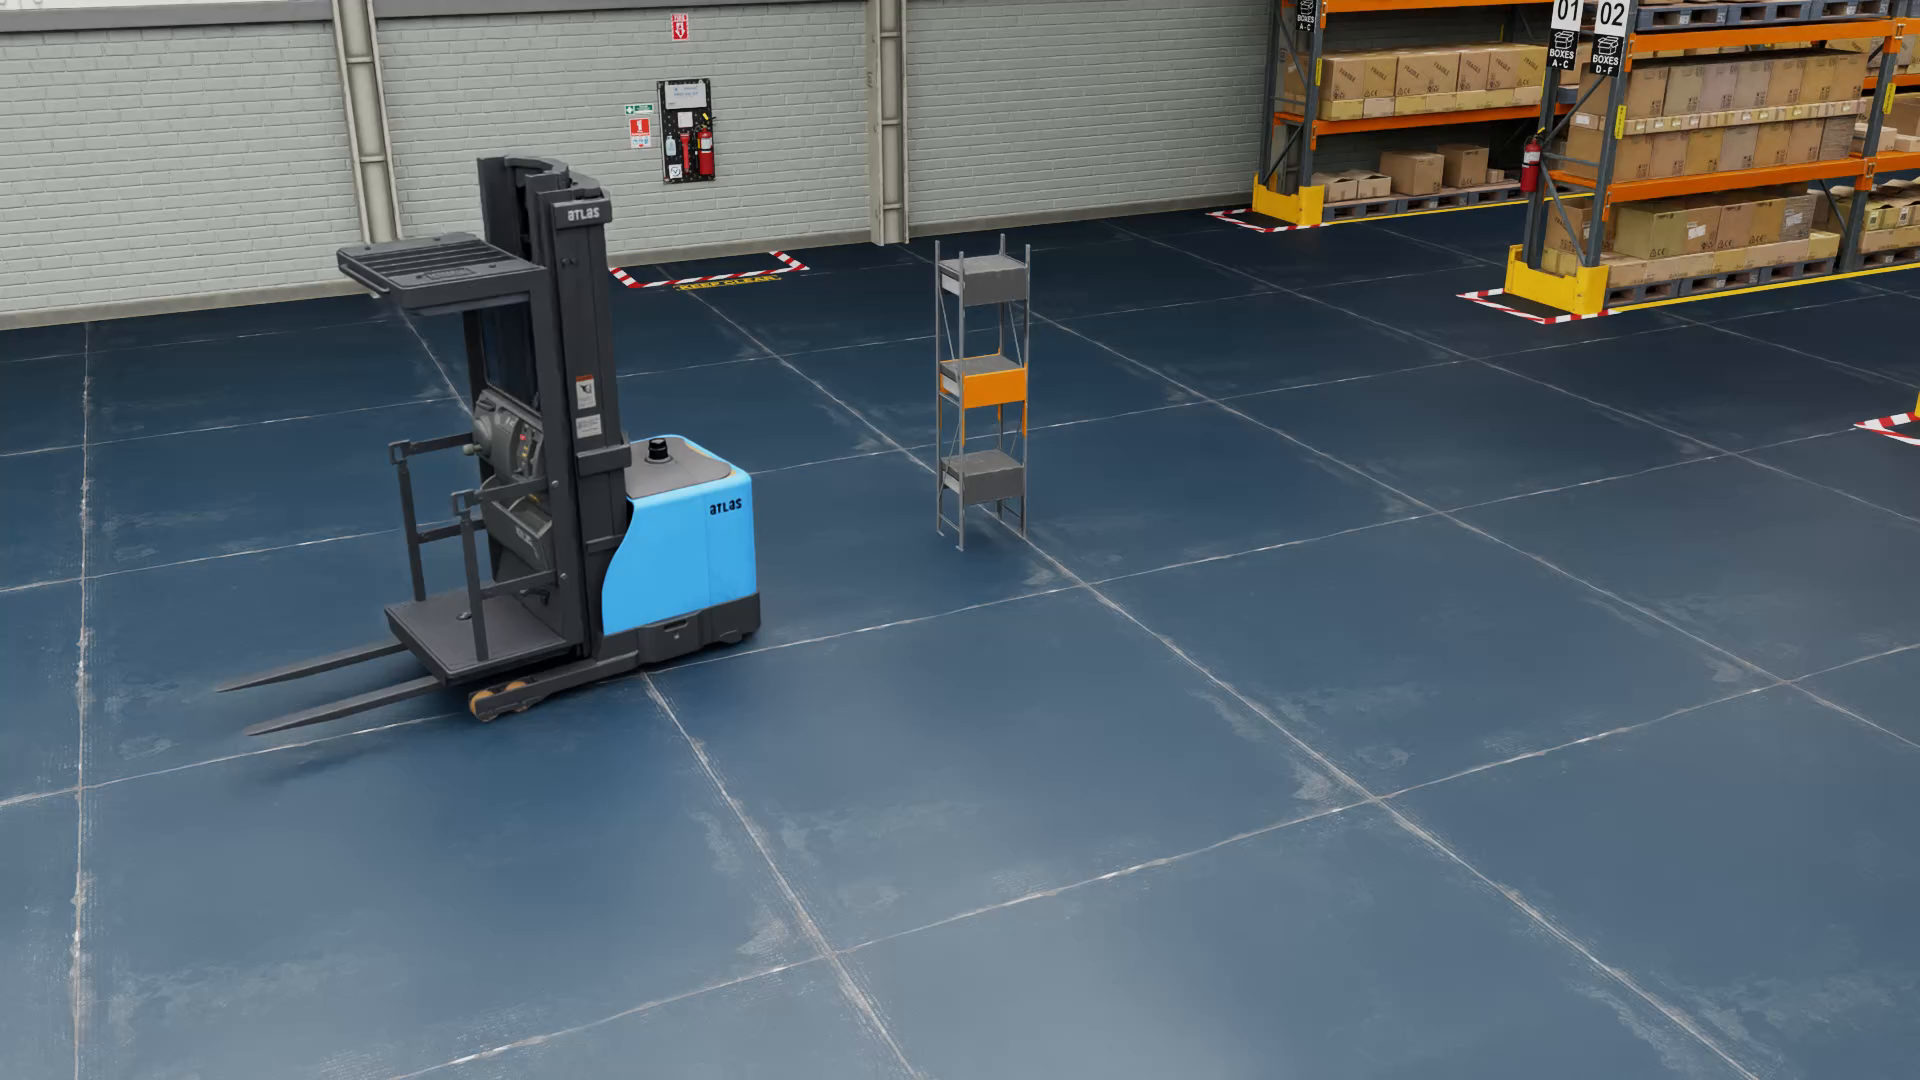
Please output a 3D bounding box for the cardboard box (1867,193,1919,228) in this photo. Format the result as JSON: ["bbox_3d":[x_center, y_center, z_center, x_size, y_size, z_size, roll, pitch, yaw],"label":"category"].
[{"bbox_3d":[10.965,-3.883,19.521,0.500,0.311,0.500,-11,25,-24],"label":"cardboard box"}]

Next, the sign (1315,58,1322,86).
[{"bbox_3d":[4.511,-5.892,20.931,0.005,0.325,0.100,-10,25,-24],"label":"sign"}]

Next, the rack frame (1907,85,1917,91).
[{"bbox_3d":[15.088,-7.670,26.357,0.127,3.000,1.000,-10,25,-24],"label":"rack frame"}]

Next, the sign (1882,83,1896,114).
[{"bbox_3d":[10.273,-4.882,18.386,0.005,0.325,0.100,-10,25,-24],"label":"sign"}]

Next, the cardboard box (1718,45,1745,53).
[{"bbox_3d":[11.064,-7.174,24.454,0.500,0.500,0.700,-14,26,-30],"label":"cardboard box"}]

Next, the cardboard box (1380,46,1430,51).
[{"bbox_3d":[5.983,-6.368,22.402,0.500,0.500,0.500,-10,25,-23],"label":"cardboard box"}]

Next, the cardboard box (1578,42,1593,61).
[{"bbox_3d":[8.859,-6.755,23.442,0.500,0.500,0.700,-8,24,-18],"label":"cardboard box"}]

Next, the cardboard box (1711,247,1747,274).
[{"bbox_3d":[8.359,-3.157,18.501,0.500,0.250,0.500,-10,25,-24],"label":"cardboard box"}]

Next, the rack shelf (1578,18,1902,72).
[{"bbox_3d":[8.229,-5.358,17.791,4.000,0.370,1.077,-10,25,-24],"label":"rack shelf"}]

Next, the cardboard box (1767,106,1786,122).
[{"bbox_3d":[8.734,-4.653,18.091,0.250,0.149,0.380,-10,24,-22],"label":"cardboard box"}]

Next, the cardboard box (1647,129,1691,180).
[{"bbox_3d":[7.324,-4.181,17.797,0.500,0.500,0.700,-10,24,-22],"label":"cardboard box"}]

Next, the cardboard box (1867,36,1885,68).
[{"bbox_3d":[13.869,-7.531,25.476,0.500,0.500,0.500,-10,25,-24],"label":"cardboard box"}]

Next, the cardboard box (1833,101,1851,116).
[{"bbox_3d":[9.655,-4.823,18.501,0.250,0.149,0.380,-11,25,-25],"label":"cardboard box"}]

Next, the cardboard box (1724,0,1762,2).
[{"bbox_3d":[8.042,-5.845,17.164,0.500,0.500,0.500,-10,25,-24],"label":"cardboard box"}]

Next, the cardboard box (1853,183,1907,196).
[{"bbox_3d":[11.188,-4.155,20.180,0.500,0.311,0.500,-11,25,-24],"label":"cardboard box"}]

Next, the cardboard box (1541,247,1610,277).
[{"bbox_3d":[6.782,-3.087,18.332,0.500,0.250,0.500,-10,25,-24],"label":"cardboard box"}]

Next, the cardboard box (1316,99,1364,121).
[{"bbox_3d":[4.852,-5.591,21.504,0.500,0.250,0.500,-11,25,-25],"label":"cardboard box"}]

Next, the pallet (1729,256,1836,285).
[{"bbox_3d":[9.296,-3.230,19.278,1.213,0.211,1.003,-10,25,-24],"label":"pallet"}]

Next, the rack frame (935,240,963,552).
[{"bbox_3d":[-0.071,-0.957,11.317,0.015,2.100,0.400,-10,25,-24],"label":"rack frame"}]

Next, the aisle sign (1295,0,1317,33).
[{"bbox_3d":[4.340,-6.765,20.773,0.004,0.787,0.394,-10,25,-24],"label":"aisle sign"}]

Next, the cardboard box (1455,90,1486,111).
[{"bbox_3d":[6.685,-5.931,22.327,0.500,0.250,0.500,-11,25,-24],"label":"cardboard box"}]

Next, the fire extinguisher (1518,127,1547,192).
[{"bbox_3d":[6.119,-4.078,17.780,0.183,0.674,0.296,-10,25,-24],"label":"fire extinguisher"}]

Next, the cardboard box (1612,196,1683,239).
[{"bbox_3d":[7.676,-3.605,18.603,0.500,0.500,0.500,-10,25,-24],"label":"cardboard box"}]

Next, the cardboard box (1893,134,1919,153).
[{"bbox_3d":[10.918,-4.597,19.262,0.250,0.149,0.380,-10,25,-24],"label":"cardboard box"}]

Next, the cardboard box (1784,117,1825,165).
[{"bbox_3d":[9.162,-4.517,18.610,0.500,0.500,0.700,-11,25,-24],"label":"cardboard box"}]

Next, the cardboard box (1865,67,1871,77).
[{"bbox_3d":[13.742,-7.214,25.558,0.250,0.149,0.380,-11,25,-25],"label":"cardboard box"}]

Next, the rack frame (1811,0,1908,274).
[{"bbox_3d":[10.031,-4.636,19.029,0.127,3.000,1.000,-10,25,-24],"label":"rack frame"}]

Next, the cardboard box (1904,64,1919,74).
[{"bbox_3d":[14.689,-7.359,25.909,0.250,0.149,0.380,-10,24,-23],"label":"cardboard box"}]

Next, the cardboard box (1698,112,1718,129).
[{"bbox_3d":[7.803,-4.481,17.675,0.250,0.149,0.380,-11,25,-25],"label":"cardboard box"}]

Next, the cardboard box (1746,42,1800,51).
[{"bbox_3d":[12.032,-7.192,24.656,0.500,0.500,0.500,-10,24,-22],"label":"cardboard box"}]

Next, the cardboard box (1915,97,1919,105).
[{"bbox_3d":[11.656,-4.975,19.715,0.500,0.500,0.500,-10,25,-24],"label":"cardboard box"}]

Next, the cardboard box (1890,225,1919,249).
[{"bbox_3d":[10.963,-3.626,19.633,0.500,0.250,0.500,-10,24,-22],"label":"cardboard box"}]

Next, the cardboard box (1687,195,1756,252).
[{"bbox_3d":[8.359,-3.503,18.356,0.500,0.500,0.500,-10,25,-24],"label":"cardboard box"}]

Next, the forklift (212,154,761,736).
[{"bbox_3d":[-2.719,-0.570,9.295,3.031,2.935,1.130,-16,27,-33],"label":"forklift"}]

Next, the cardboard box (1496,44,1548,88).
[{"bbox_3d":[7.587,-6.444,22.586,0.500,0.500,0.500,-10,25,-24],"label":"cardboard box"}]

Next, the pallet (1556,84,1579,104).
[{"bbox_3d":[8.631,-6.331,23.373,1.213,0.211,1.003,-10,25,-24],"label":"pallet"}]

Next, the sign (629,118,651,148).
[{"bbox_3d":[-3.662,-4.662,19.044,0.234,0.329,0.001,-10,25,-24],"label":"sign"}]

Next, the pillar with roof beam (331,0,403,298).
[{"bbox_3d":[-4.415,-5.391,13.009,0.400,9.000,9.100,-10,25,-24],"label":"pillar with roof beam"}]

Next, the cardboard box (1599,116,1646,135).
[{"bbox_3d":[6.874,-4.310,17.260,0.250,0.149,0.380,-11,25,-24],"label":"cardboard box"}]

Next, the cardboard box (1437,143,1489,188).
[{"bbox_3d":[6.961,-5.205,23.096,0.500,0.500,0.500,-12,26,-28],"label":"cardboard box"}]

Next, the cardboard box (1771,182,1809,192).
[{"bbox_3d":[9.477,-3.937,19.406,0.500,0.500,0.500,-10,25,-24],"label":"cardboard box"}]

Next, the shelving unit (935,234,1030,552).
[{"bbox_3d":[0.149,-0.998,11.415,0.503,2.100,0.431,-10,25,-24],"label":"shelving unit"}]

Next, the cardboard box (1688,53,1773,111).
[{"bbox_3d":[8.277,-4.956,17.975,0.500,0.500,0.700,-10,25,-24],"label":"cardboard box"}]

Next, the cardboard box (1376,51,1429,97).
[{"bbox_3d":[5.754,-6.103,21.762,0.500,0.500,0.500,-11,25,-25],"label":"cardboard box"}]

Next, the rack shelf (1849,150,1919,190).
[{"bbox_3d":[11.833,-4.636,19.968,4.000,0.370,1.077,-10,25,-24],"label":"rack shelf"}]

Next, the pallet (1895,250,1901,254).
[{"bbox_3d":[11.779,-3.687,20.382,1.213,0.211,1.003,-10,25,-24],"label":"pallet"}]
